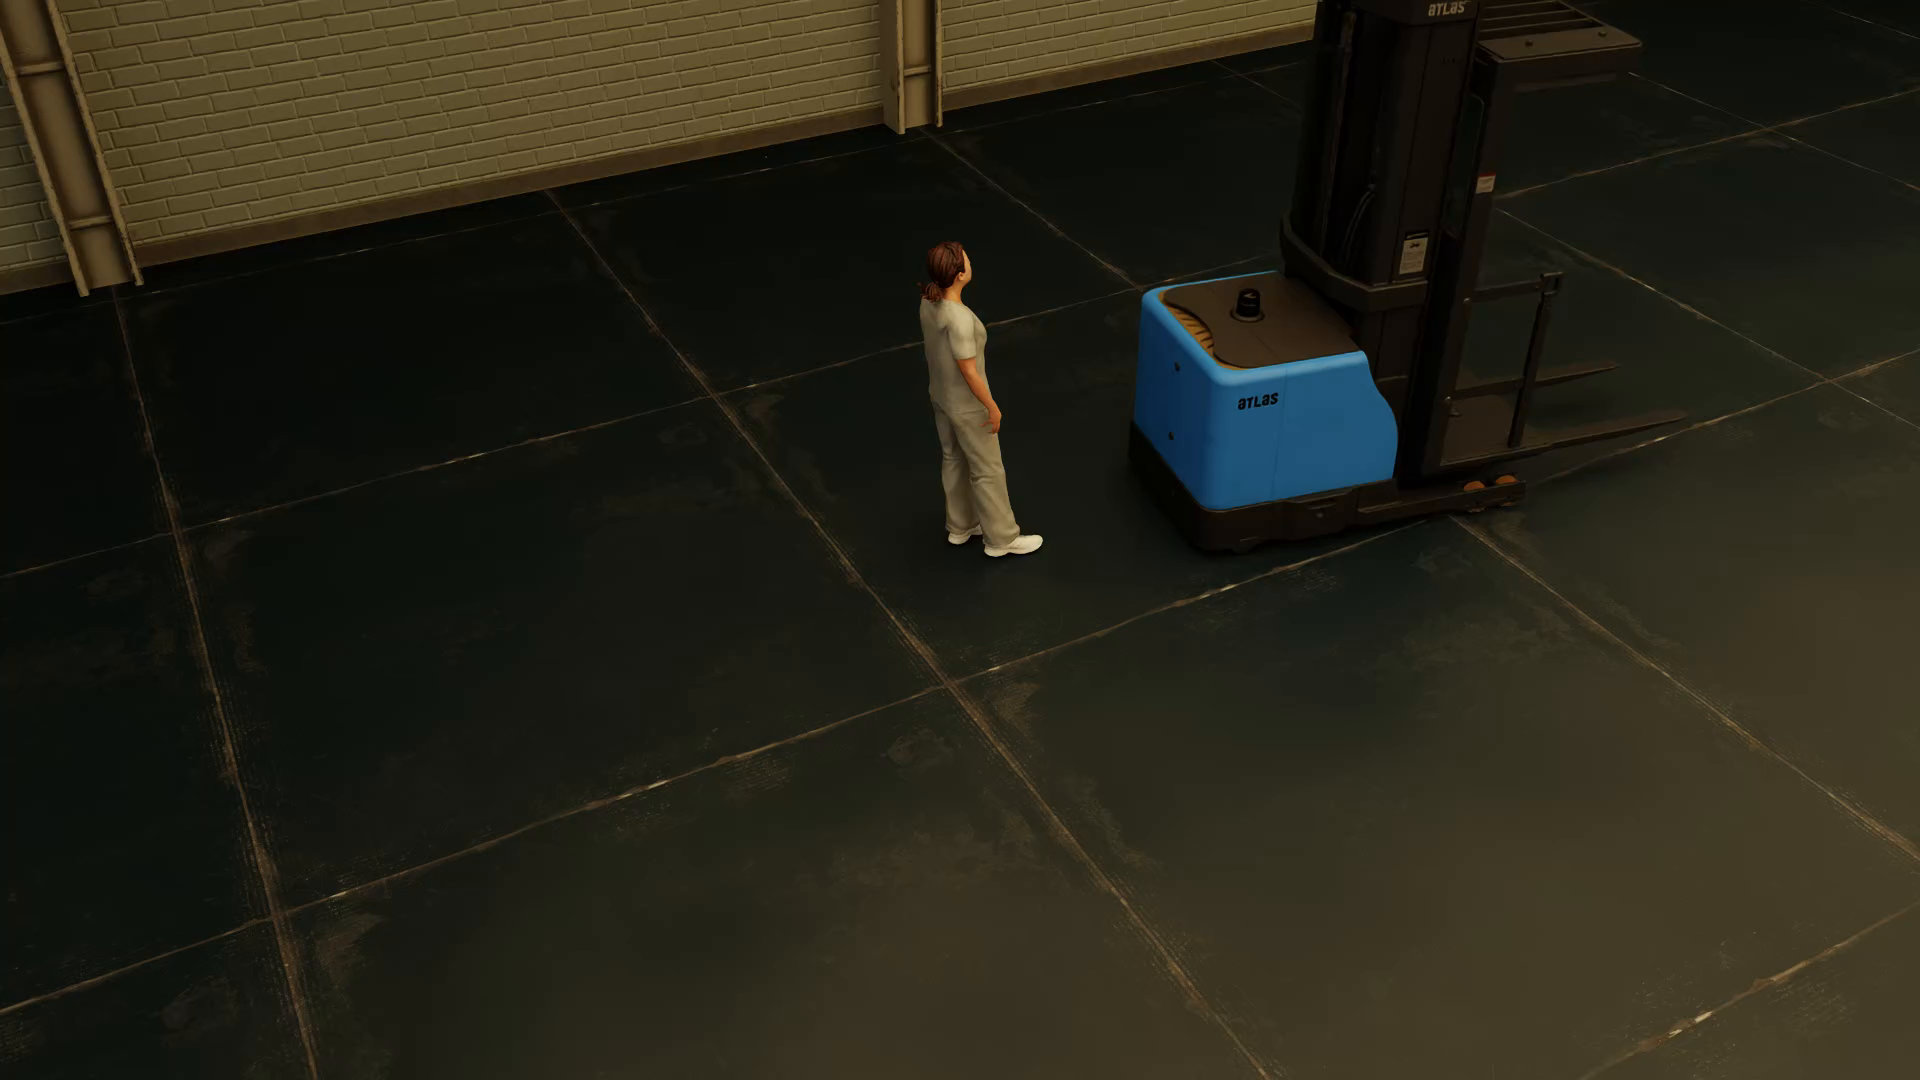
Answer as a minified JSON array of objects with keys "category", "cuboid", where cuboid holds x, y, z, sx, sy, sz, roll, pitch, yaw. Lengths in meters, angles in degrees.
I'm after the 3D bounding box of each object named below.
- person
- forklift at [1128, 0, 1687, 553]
[{"category":"person","cuboid":[0.072,-0.704,8.193,0.548,1.673,0.550,-17,39,-23]},{"category":"forklift","cuboid":[2.505,-1.622,8.417,3.031,2.935,1.130,-10,37,-14]}]
